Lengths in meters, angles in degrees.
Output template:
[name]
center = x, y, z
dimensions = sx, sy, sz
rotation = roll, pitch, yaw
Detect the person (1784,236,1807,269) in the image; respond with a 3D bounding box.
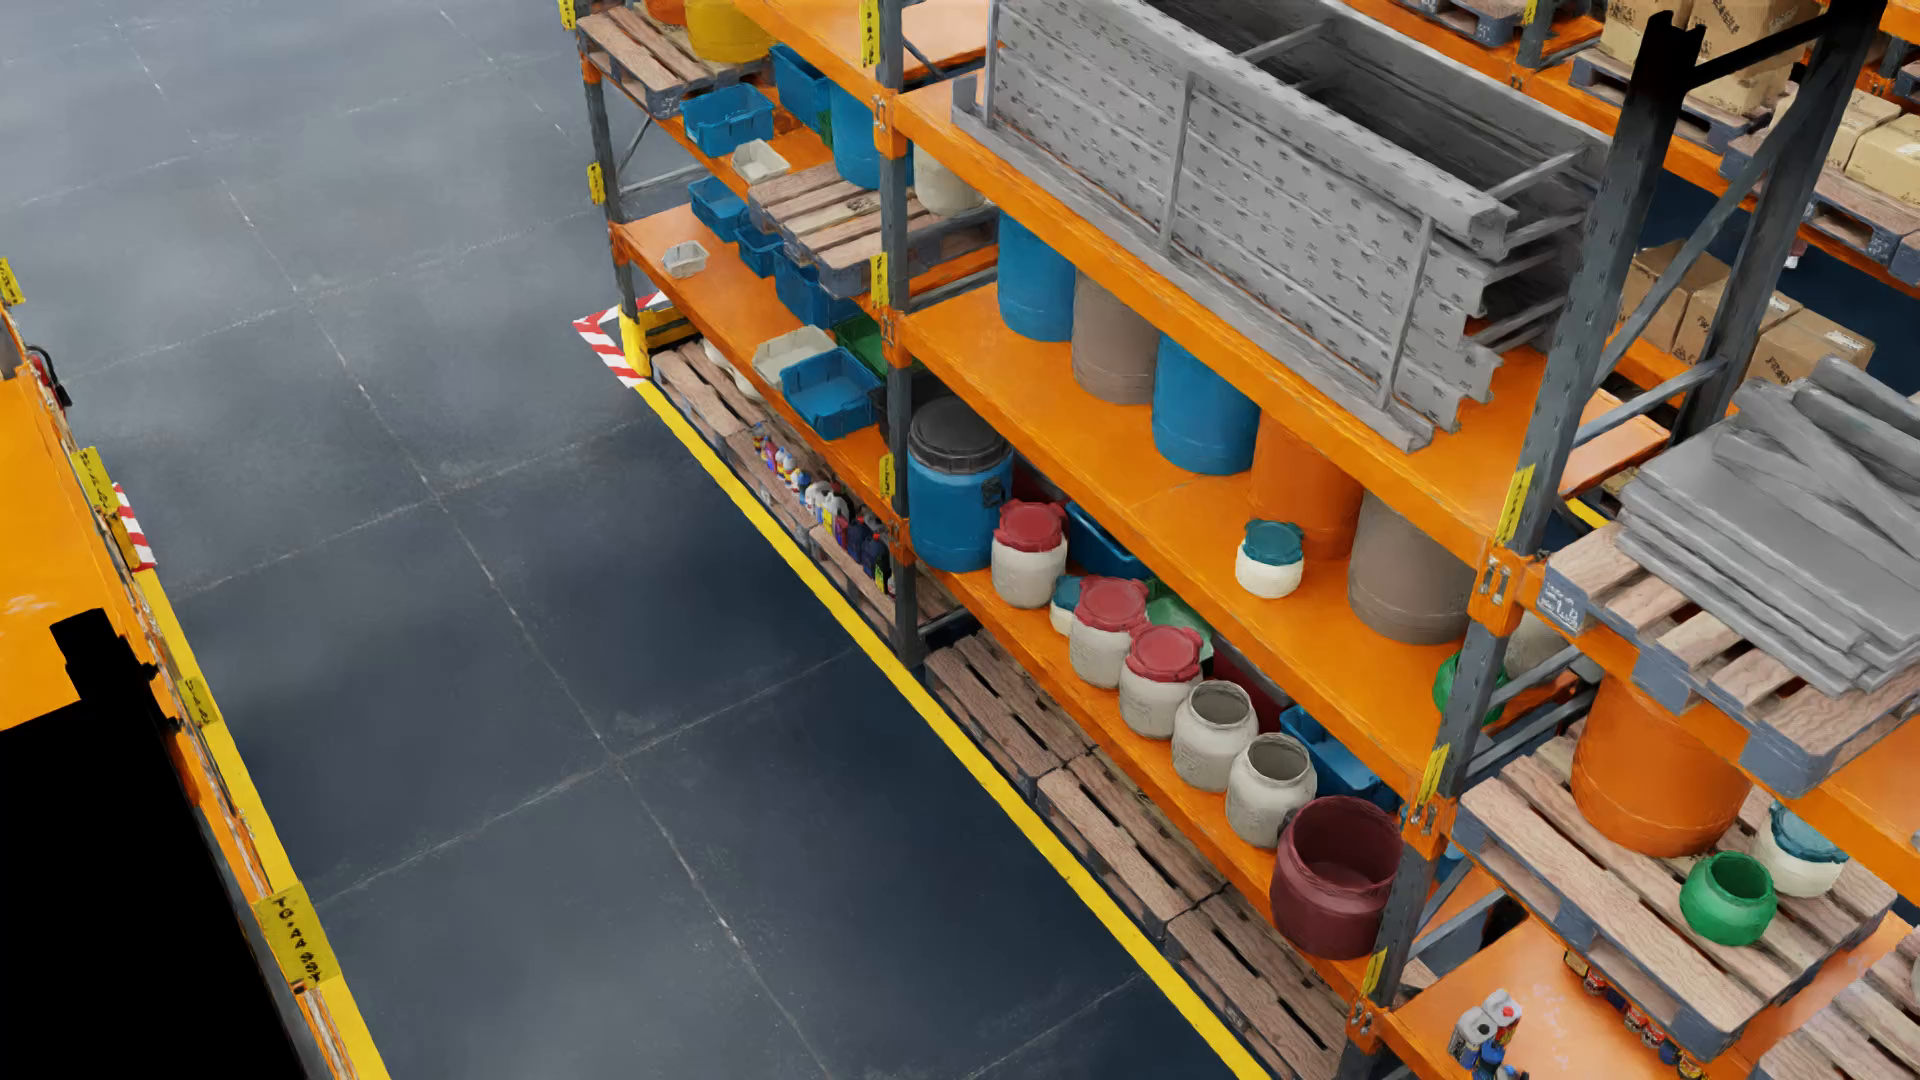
[person]
center = 7.045, -3.080, 13.848
dimensions = 0.538, 1.679, 0.454
rotation = 22, 47, 22
